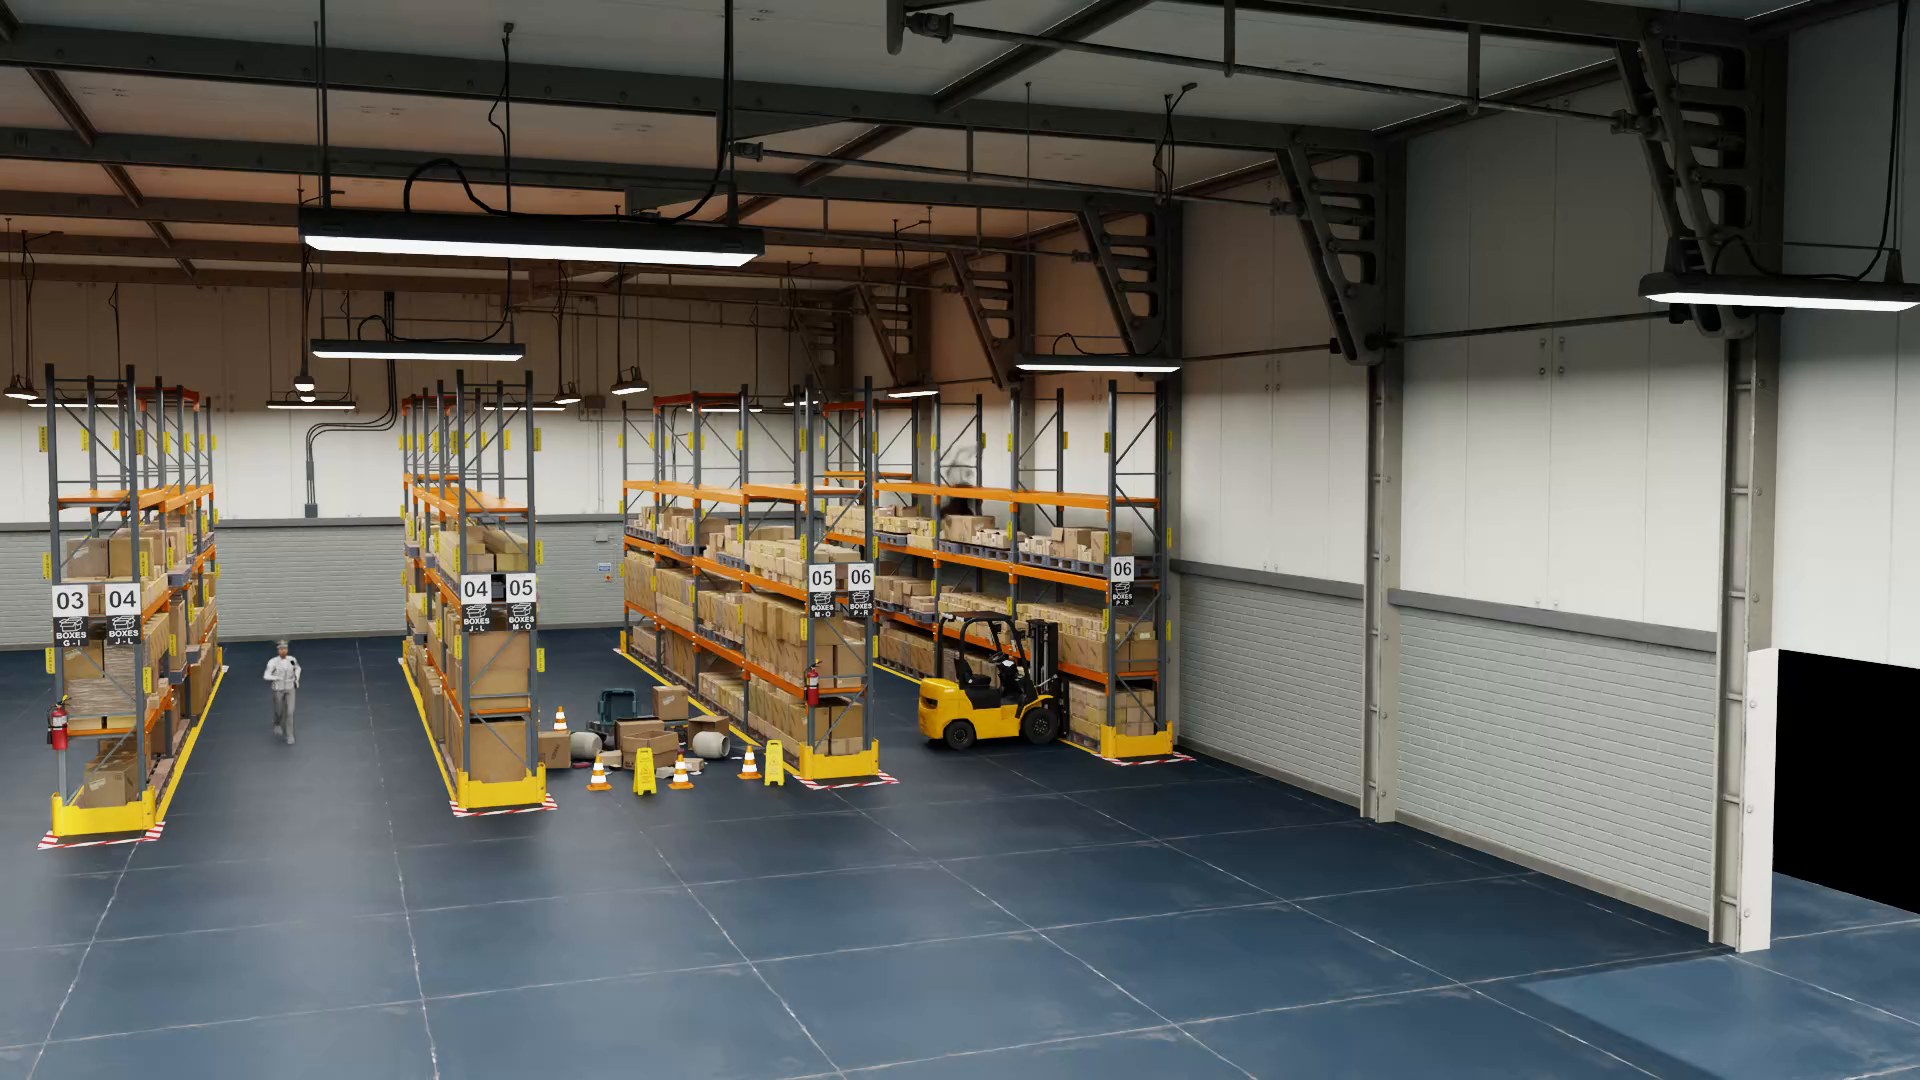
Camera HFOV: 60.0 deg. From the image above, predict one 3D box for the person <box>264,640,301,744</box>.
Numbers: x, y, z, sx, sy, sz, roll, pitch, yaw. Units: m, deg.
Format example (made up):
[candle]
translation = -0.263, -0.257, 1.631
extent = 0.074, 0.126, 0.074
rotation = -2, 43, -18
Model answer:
[person]
translation = -11.283, 2.510, 27.757
extent = 0.613, 1.686, 0.924
rotation = -2, 4, -33
